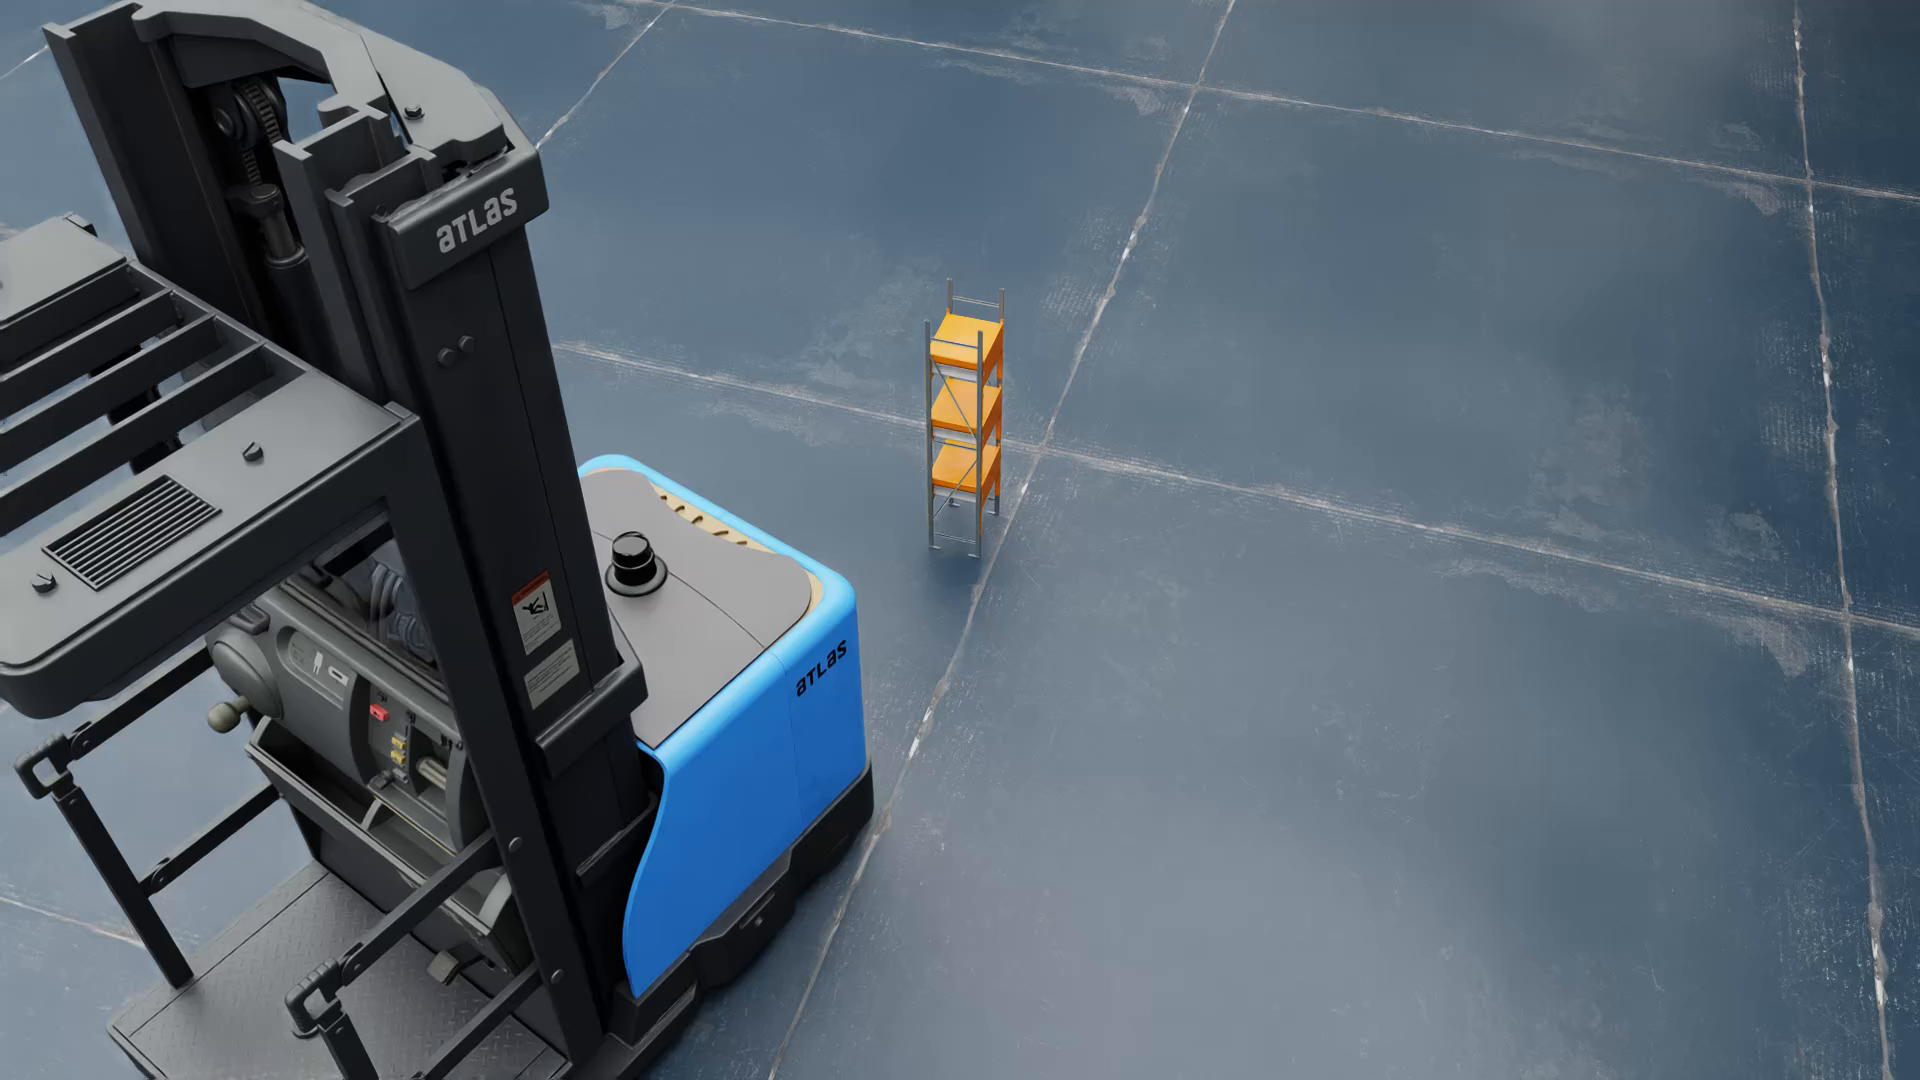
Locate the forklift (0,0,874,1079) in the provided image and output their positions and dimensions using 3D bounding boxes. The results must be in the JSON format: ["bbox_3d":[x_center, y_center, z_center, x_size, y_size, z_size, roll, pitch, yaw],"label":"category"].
[{"bbox_3d":[-1.561,0.462,3.682,1.130,2.935,3.031,28,51,25],"label":"forklift"}]

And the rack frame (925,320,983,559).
[{"bbox_3d":[-0.021,-0.330,5.836,0.200,1.050,0.008,13,46,12],"label":"rack frame"}]

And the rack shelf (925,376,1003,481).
[{"bbox_3d":[0.016,-0.403,5.927,0.215,0.259,0.240,13,46,12],"label":"rack shelf"}]

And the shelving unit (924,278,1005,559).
[{"bbox_3d":[0.016,-0.411,5.919,0.215,1.050,0.252,13,46,12],"label":"shelving unit"}]

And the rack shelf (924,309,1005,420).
[{"bbox_3d":[0.016,-0.606,5.728,0.215,0.259,0.240,13,46,12],"label":"rack shelf"}]

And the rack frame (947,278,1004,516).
[{"bbox_3d":[0.053,-0.492,6.002,0.200,1.050,0.008,13,46,12],"label":"rack frame"}]

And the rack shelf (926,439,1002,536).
[{"bbox_3d":[0.016,-0.205,6.121,0.215,0.259,0.240,13,46,12],"label":"rack shelf"}]
